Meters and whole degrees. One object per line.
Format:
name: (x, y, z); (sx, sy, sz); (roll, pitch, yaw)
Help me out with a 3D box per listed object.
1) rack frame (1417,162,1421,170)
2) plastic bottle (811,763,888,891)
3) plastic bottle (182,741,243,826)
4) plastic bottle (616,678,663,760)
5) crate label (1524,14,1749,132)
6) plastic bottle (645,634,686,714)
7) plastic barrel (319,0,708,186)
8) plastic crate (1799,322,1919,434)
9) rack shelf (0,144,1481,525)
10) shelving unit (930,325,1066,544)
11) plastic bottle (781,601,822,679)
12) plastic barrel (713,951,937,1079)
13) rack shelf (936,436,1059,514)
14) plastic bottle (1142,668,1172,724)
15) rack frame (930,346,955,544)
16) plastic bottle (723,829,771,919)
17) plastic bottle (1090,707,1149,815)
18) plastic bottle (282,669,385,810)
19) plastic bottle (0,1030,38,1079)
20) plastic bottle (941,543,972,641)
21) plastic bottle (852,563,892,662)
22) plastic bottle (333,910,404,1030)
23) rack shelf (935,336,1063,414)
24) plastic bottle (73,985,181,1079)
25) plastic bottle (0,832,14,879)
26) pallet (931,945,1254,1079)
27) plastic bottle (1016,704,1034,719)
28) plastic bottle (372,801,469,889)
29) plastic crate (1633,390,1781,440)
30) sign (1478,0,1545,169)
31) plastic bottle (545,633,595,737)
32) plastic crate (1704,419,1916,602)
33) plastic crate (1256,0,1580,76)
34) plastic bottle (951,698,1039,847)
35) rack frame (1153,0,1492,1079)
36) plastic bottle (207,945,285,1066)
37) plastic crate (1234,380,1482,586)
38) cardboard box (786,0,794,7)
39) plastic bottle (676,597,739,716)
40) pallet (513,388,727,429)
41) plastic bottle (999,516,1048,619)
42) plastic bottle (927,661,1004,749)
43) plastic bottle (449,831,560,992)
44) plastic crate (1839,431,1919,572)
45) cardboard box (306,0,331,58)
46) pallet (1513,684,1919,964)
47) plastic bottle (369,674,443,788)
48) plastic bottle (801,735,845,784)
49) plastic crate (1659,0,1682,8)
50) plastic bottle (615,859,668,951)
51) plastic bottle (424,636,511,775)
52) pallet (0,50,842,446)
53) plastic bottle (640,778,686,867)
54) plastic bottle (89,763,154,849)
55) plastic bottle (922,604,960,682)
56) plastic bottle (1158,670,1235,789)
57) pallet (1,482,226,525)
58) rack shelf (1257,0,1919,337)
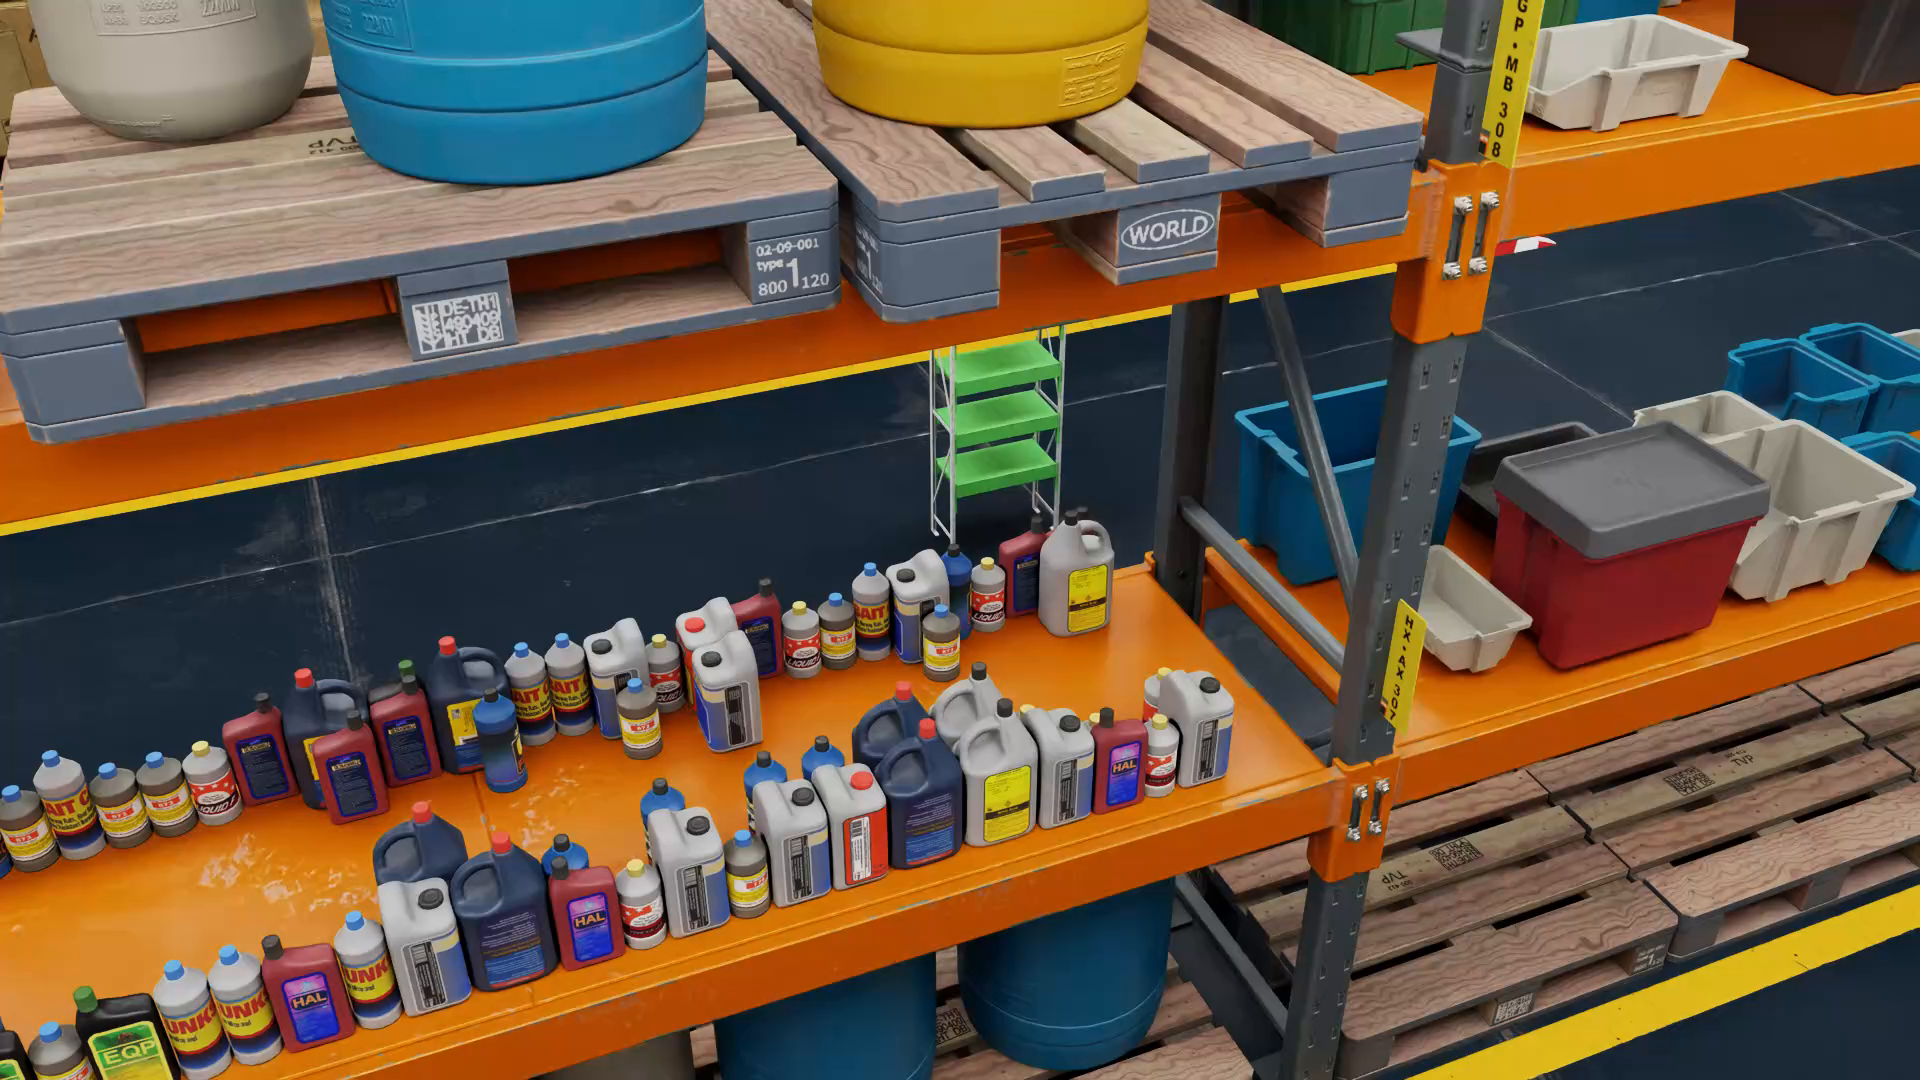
rack frame: (2.573, -3.204, 9.424); (0.127, 3.000, 1.000); (-13, 35, -19)
plastic bottle: (-0.241, 0.613, 3.671); (0.135, 0.276, 0.152); (-13, 35, -19)
plastic bottle: (-1.727, 0.552, 3.833); (0.097, 0.201, 0.097); (0, 33, 0)
plastic bottle: (-0.778, 0.425, 4.029); (0.097, 0.201, 0.097); (0, 33, 0)
crate label: (1.362, -0.973, 3.486); (0.466, 0.136, 0.293); (-13, 35, -19)
plastic bottle: (-0.747, 0.328, 4.178); (0.097, 0.201, 0.097); (0, 33, 0)
plastic barrel: (-0.716, -1.074, 2.556); (0.708, 0.901, 0.600); (-13, 35, -19)
plastic crate: (2.918, -0.503, 5.371); (0.300, 0.233, 0.416); (-13, 35, -19)
rack shelf: (-1.045, -0.402, 3.026); (4.000, 0.370, 1.077); (-13, 35, -19)
shelving unit: (0.153, -0.538, 6.976); (0.503, 1.200, 0.258); (-13, 35, -19)
plastic bottle: (-0.410, 0.250, 4.297); (0.097, 0.201, 0.097); (0, 33, 0)
plastic barrel: (-0.362, 1.091, 4.361); (0.708, 0.901, 0.600); (-13, 35, -19)
rack shelf: (0.153, -0.283, 7.142); (0.480, 0.148, 0.258); (-13, 35, -19)
plastic bottle: (0.495, 0.402, 4.064); (0.097, 0.201, 0.097); (0, 33, 0)
rack frame: (-0.072, -0.486, 6.897); (0.015, 1.200, 0.240); (-13, 35, -19)
plastic bottle: (-0.462, 0.711, 3.589); (0.097, 0.201, 0.097); (0, 33, 0)
plastic bottle: (0.365, 0.498, 3.841); (0.133, 0.283, 0.061); (-13, 35, -19)
plastic bottle: (-1.465, 0.443, 3.864); (0.185, 0.351, 0.144); (-13, 35, -19)
plastic bottle: (-1.797, 0.994, 3.080); (0.133, 0.283, 0.061); (-13, 35, -19)
plastic bottle: (-0.017, 0.131, 4.416); (0.097, 0.271, 0.097); (0, 33, 0)
plastic bottle: (-0.230, 0.180, 4.341); (0.097, 0.271, 0.097); (0, 33, 0)
plastic bottle: (-1.183, 0.847, 3.316); (0.097, 0.271, 0.097); (0, 33, 0)
rack shelf: (0.153, -0.685, 6.880); (0.480, 0.148, 0.258); (-13, 35, -19)
plastic bottle: (-1.585, 0.945, 3.155); (0.133, 0.283, 0.061); (-13, 35, -19)
plastic bottle: (-2.176, 0.625, 3.656); (0.097, 0.271, 0.097); (0, 33, 0)
pallet: (0.071, 1.443, 4.839); (1.213, 0.211, 1.003); (-13, 35, -19)
plastic bottle: (0.158, 0.479, 3.945); (0.097, 0.201, 0.097); (0, 33, 0)
plastic bottle: (-1.121, 0.696, 3.476); (0.185, 0.351, 0.144); (-13, 35, -19)
plastic crate: (2.288, -0.301, 5.150); (0.466, 0.136, 0.293); (-13, 35, -19)
sign: (1.010, -0.852, 3.051); (0.005, 0.325, 0.100); (-13, 35, -19)
plastic bottle: (-0.961, 0.347, 4.084); (0.097, 0.271, 0.097); (0, 33, 0)
plastic crate: (2.278, -0.073, 4.666); (0.530, 0.282, 0.437); (-13, 35, -19)
plastic crate: (1.072, -1.278, 3.908); (0.662, 0.188, 0.450); (-13, 35, -19)
plastic bottle: (0.078, 0.511, 3.759); (0.185, 0.351, 0.144); (-13, 35, -19)
rack frame: (0.799, 0.132, 4.297); (0.127, 3.000, 1.000); (-13, 35, -19)
plastic bottle: (-1.396, 0.896, 3.241); (0.097, 0.271, 0.097); (0, 33, 0)
plastic crate: (1.097, -0.157, 4.700); (0.575, 0.384, 0.392); (-13, 35, -19)
cardboard box: (-0.572, -2.779, 7.762); (0.500, 0.500, 0.500); (-12, 35, -18)
plastic bottle: (-0.629, 0.286, 4.174); (0.135, 0.276, 0.152); (-13, 35, -19)
pallet: (-1.851, -1.000, 8.594); (1.213, 0.211, 1.003); (-13, 35, -19)
plastic bottle: (0.172, 0.072, 4.496); (0.133, 0.283, 0.061); (-13, 35, -19)
plastic bottle: (0.022, 0.439, 3.871); (0.185, 0.351, 0.144); (-13, 35, -19)
plastic bottle: (-0.938, 0.744, 3.402); (0.185, 0.351, 0.144); (-13, 35, -19)
plastic crate: (2.693, -0.105, 4.760); (0.300, 0.233, 0.416); (-13, 35, -19)
cardboard box: (-2.720, -2.174, 7.363); (0.500, 0.500, 0.700); (-23, 39, -31)
pallet: (2.588, 0.866, 5.725); (1.213, 0.211, 1.003); (-13, 35, -19)
plastic bottle: (-1.311, 0.448, 3.919); (0.133, 0.283, 0.061); (-13, 35, -19)
plastic bottle: (-0.307, 0.556, 3.762); (0.097, 0.271, 0.097); (0, 33, 0)
plastic crate: (1.824, -1.475, 4.258); (0.466, 0.136, 0.293); (-13, 35, -19)
plastic bottle: (-0.676, 0.760, 3.513); (0.097, 0.201, 0.097); (0, 33, 0)
plastic bottle: (-1.171, 0.376, 3.967); (0.185, 0.351, 0.144); (-13, 35, -19)
pallet: (-0.931, -0.591, 2.830); (1.213, 0.211, 1.003); (-13, 35, -19)
plastic bottle: (-0.645, 0.634, 3.643); (0.097, 0.271, 0.097); (0, 33, 0)
plastic bottle: (-1.907, 0.593, 3.770); (0.097, 0.201, 0.097); (0, 33, 0)
plastic bottle: (-0.047, 0.257, 4.286); (0.097, 0.201, 0.097); (0, 33, 0)
plastic bottle: (0.560, 0.430, 3.953); (0.135, 0.276, 0.152); (-13, 35, -19)
pallet: (-4.100, -0.485, 7.802); (1.213, 0.211, 1.003); (-13, 35, -19)
rack shelf: (2.643, -1.246, 4.324); (4.000, 0.370, 1.077); (-13, 35, -19)
